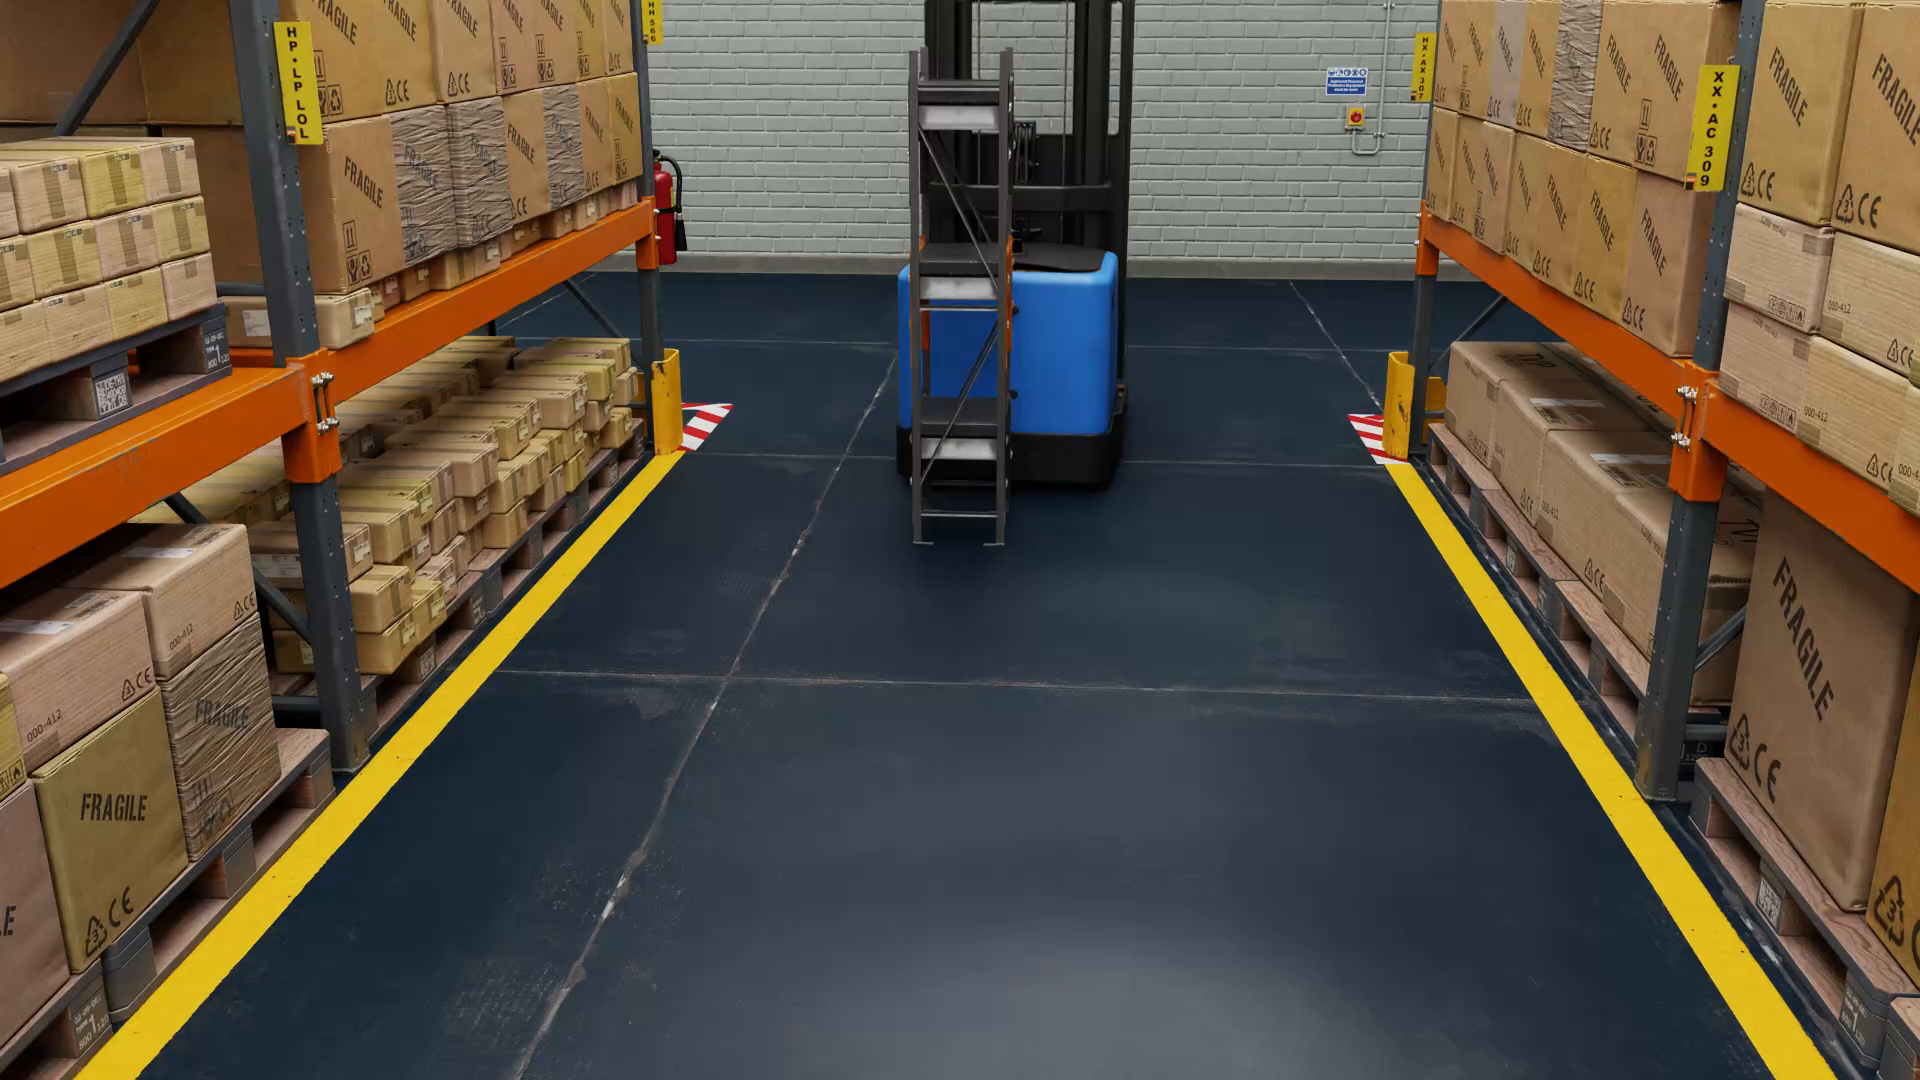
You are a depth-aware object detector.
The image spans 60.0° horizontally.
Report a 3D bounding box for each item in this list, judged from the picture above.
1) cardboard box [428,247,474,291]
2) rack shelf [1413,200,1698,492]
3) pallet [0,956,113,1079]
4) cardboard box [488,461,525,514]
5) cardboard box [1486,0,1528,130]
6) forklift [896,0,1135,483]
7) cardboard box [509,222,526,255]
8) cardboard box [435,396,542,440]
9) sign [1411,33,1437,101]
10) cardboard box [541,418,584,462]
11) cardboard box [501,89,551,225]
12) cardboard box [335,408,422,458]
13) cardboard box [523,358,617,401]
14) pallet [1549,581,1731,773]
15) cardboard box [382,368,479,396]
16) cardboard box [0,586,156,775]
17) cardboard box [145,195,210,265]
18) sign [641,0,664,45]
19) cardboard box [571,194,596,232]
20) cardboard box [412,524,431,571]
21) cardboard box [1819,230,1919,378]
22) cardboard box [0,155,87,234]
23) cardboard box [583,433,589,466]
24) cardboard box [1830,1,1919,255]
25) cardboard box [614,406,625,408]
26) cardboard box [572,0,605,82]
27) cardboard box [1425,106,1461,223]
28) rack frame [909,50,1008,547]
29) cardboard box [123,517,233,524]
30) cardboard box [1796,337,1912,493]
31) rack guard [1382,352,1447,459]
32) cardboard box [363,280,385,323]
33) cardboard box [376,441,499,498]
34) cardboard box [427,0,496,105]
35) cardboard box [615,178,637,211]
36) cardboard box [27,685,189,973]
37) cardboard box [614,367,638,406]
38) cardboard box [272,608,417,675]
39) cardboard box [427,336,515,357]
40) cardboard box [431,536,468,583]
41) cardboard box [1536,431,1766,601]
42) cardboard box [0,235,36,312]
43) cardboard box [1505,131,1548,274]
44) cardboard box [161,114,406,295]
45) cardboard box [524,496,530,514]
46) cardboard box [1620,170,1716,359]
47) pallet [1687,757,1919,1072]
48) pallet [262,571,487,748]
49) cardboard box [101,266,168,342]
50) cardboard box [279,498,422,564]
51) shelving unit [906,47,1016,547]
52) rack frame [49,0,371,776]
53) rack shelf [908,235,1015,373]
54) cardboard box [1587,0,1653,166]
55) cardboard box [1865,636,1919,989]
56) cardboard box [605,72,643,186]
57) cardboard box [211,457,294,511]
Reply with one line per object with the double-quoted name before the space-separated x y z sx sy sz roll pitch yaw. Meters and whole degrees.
"cardboard box" -2.012 -1.009 6.087 0.380 0.149 0.250 2 18 5
"rack shelf" 2.709 -0.920 6.570 1.077 0.370 4.000 1 18 4
"pallet" -2.518 1.227 3.341 1.003 0.211 1.213 1 18 4
"cardboard box" -1.976 -0.215 6.687 0.380 0.149 0.250 1 18 3
"cardboard box" 2.475 -1.943 6.768 0.500 0.500 0.500 1 18 3
"forklift" 0.390 -2.081 9.068 1.130 2.935 3.031 2 18 7
"cardboard box" -2.016 -1.255 6.839 0.380 0.149 0.250 2 18 5
"cardboard box" -2.019 -0.517 7.132 0.380 0.149 0.250 1 18 2
"sign" 2.300 -2.347 8.250 0.100 0.325 0.005 1 18 4
"cardboard box" -1.905 -0.456 7.423 0.380 0.149 0.250 2 18 5
"cardboard box" -1.982 -1.534 6.649 0.500 0.500 0.500 2 18 7
"cardboard box" -2.465 -0.446 6.914 0.380 0.149 0.250 1 18 4
"cardboard box" -1.844 -0.760 7.874 0.380 0.149 0.250 1 18 3
"pallet" 2.699 0.450 5.712 1.003 0.211 1.213 1 18 4
"cardboard box" -2.449 -0.692 7.667 0.380 0.149 0.250 0 18 1
"cardboard box" -2.230 0.308 3.802 0.500 0.250 0.500 2 18 7
"cardboard box" -2.210 -0.814 4.341 0.380 0.149 0.250 2 18 6
"sign" -1.540 -2.644 8.309 0.100 0.325 0.005 1 18 4
"cardboard box" -1.886 -1.501 7.591 0.380 0.149 0.250 2 18 5
"cardboard box" -2.123 0.031 5.937 0.380 0.149 0.250 1 18 4
"cardboard box" 2.244 -0.515 3.614 0.500 0.250 0.500 2 18 5
"cardboard box" -2.251 -0.790 3.792 0.380 0.149 0.250 1 18 2
"cardboard box" -1.948 -0.400 7.731 0.380 0.149 0.250 1 18 4
"cardboard box" 2.239 -0.875 3.510 0.500 0.500 0.500 1 18 4
"cardboard box" -1.921 -0.639 8.461 0.380 0.149 0.250 2 18 5
"cardboard box" -1.913 -2.322 7.447 0.500 0.500 0.500 1 18 2
"cardboard box" 2.532 -1.788 7.903 0.500 0.500 0.500 1 18 3
"rack frame" -0.006 -0.973 7.022 0.400 2.100 0.015 1 18 4
"cardboard box" -2.613 0.036 5.445 0.380 0.149 0.250 2 18 5
"cardboard box" 2.236 -0.278 3.696 0.500 0.250 0.500 1 18 3
"rack guard" 2.855 -0.703 8.766 1.175 0.500 0.348 1 18 4
"cardboard box" -2.087 -0.763 5.339 0.380 0.149 0.250 2 18 6
"cardboard box" -2.004 -0.273 6.387 0.380 0.149 0.250 2 18 5
"cardboard box" -2.014 -1.836 5.965 0.500 0.500 0.500 2 18 5
"cardboard box" -1.833 -1.736 8.306 0.380 0.149 0.250 1 18 4
"cardboard box" -2.217 0.663 3.923 0.500 0.500 0.500 1 18 3
"cardboard box" -1.845 -0.778 8.408 0.380 0.149 0.250 1 18 2
"cardboard box" -2.032 0.329 5.506 0.380 0.149 0.250 0 18 2
"cardboard box" -2.468 -0.935 8.408 0.380 0.149 0.250 0 18 1
"cardboard box" -2.078 0.088 6.241 0.380 0.149 0.250 1 18 3
"cardboard box" 2.782 -0.094 6.333 0.875 0.438 0.875 1 18 2
"cardboard box" -2.264 -0.570 3.597 0.380 0.149 0.250 1 18 2
"cardboard box" 2.450 -1.317 6.465 0.500 0.500 0.500 2 18 6
"cardboard box" -2.092 -1.057 5.194 0.500 0.500 0.500 1 18 3
"cardboard box" -2.037 -0.158 6.992 0.380 0.149 0.250 2 18 5
"cardboard box" 2.344 -0.838 5.004 0.500 0.500 0.500 1 18 4
"pallet" 2.586 0.925 4.260 1.003 0.211 1.213 1 18 4
"pallet" -2.366 0.395 5.877 1.003 0.211 1.213 1 18 4
"cardboard box" -2.227 -0.592 4.141 0.380 0.149 0.250 1 18 4
"cardboard box" -2.068 -0.034 5.659 0.380 0.149 0.250 2 18 7
"shelving unit" 0.012 -1.049 7.253 0.431 2.100 0.503 1 18 4
"rack frame" -2.378 -0.720 4.804 1.000 3.000 0.127 1 18 4
"rack shelf" 0.012 -1.036 7.257 0.431 0.518 0.480 1 18 4
"cardboard box" 2.369 -1.474 5.338 0.500 0.500 0.500 1 18 3
"cardboard box" 2.544 0.644 3.378 0.875 0.875 0.875 2 18 6
"cardboard box" -1.867 -2.006 8.090 0.500 0.500 0.500 2 18 5
"cardboard box" -2.527 -0.201 6.167 0.380 0.149 0.250 2 18 6
